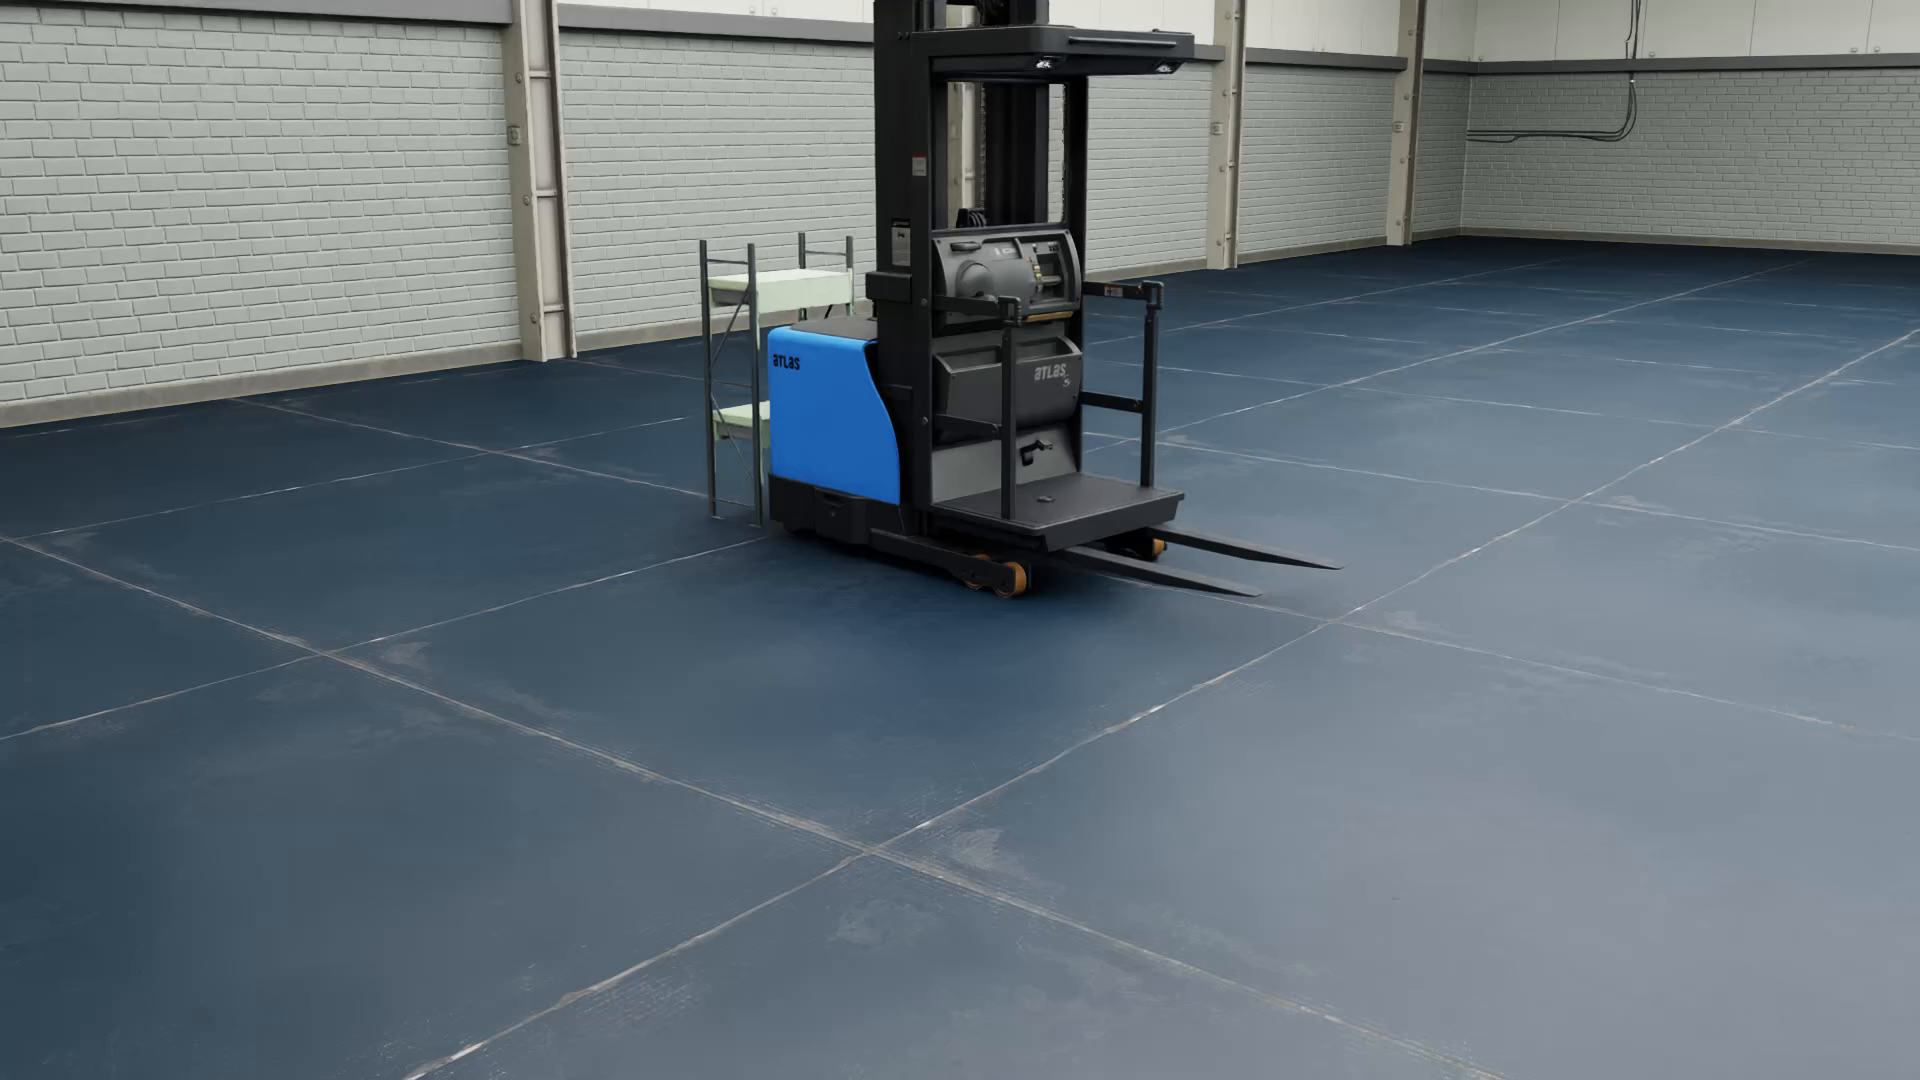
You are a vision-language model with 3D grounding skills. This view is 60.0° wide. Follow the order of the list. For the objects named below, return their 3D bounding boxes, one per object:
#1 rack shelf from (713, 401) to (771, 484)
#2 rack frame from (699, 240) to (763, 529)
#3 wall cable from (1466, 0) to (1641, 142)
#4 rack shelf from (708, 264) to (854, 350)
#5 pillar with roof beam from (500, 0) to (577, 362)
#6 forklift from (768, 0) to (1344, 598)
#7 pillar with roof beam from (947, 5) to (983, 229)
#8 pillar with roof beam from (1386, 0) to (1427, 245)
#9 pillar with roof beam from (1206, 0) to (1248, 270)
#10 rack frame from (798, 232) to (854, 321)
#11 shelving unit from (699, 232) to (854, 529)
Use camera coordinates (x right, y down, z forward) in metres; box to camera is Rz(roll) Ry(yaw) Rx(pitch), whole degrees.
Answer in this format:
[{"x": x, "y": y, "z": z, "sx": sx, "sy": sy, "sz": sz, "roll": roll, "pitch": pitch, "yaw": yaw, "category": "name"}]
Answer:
[{"x": -0.979, "y": -0.574, "z": 9.156, "sx": 0.431, "sy": 0.370, "sz": 0.720, "roll": 12, "pitch": 18, "yaw": 38, "category": "rack shelf"}, {"x": -1.211, "y": -0.820, "z": 8.801, "sx": 0.400, "sy": 1.500, "sz": 0.023, "roll": 12, "pitch": 18, "yaw": 38, "category": "rack frame"}, {"x": 10.450, "y": -8.324, "z": 29.419, "sx": 3.097, "sy": 2.526, "sz": 0.112, "roll": 11, "pitch": 18, "yaw": 38, "category": "wall cable"}, {"x": -0.977, "y": -1.268, "z": 8.978, "sx": 0.431, "sy": 0.370, "sz": 0.720, "roll": 12, "pitch": 18, "yaw": 38, "category": "rack shelf"}, {"x": -0.395, "y": -5.356, "z": 11.430, "sx": 9.100, "sy": 9.000, "sz": 0.400, "roll": 11, "pitch": 18, "yaw": 38, "category": "pillar with roof beam"}, {"x": 0.384, "y": -1.298, "z": 7.781, "sx": 1.130, "sy": 2.935, "sz": 3.031, "roll": -14, "pitch": 20, "yaw": -43, "category": "forklift"}, {"x": 3.376, "y": -6.505, "z": 15.953, "sx": 9.100, "sy": 9.000, "sz": 0.400, "roll": 11, "pitch": 18, "yaw": 38, "category": "pillar with roof beam"}, {"x": 10.918, "y": -8.803, "z": 24.999, "sx": 9.100, "sy": 9.000, "sz": 0.400, "roll": 11, "pitch": 18, "yaw": 38, "category": "pillar with roof beam"}, {"x": 7.147, "y": -7.654, "z": 20.476, "sx": 9.100, "sy": 9.000, "sz": 0.400, "roll": 11, "pitch": 18, "yaw": 38, "category": "pillar with roof beam"}, {"x": -0.745, "y": -0.959, "z": 9.348, "sx": 0.400, "sy": 1.500, "sz": 0.023, "roll": 12, "pitch": 18, "yaw": 38, "category": "rack frame"}, {"x": -0.978, "y": -0.889, "z": 9.075, "sx": 0.431, "sy": 1.500, "sz": 0.755, "roll": 12, "pitch": 18, "yaw": 38, "category": "shelving unit"}]
